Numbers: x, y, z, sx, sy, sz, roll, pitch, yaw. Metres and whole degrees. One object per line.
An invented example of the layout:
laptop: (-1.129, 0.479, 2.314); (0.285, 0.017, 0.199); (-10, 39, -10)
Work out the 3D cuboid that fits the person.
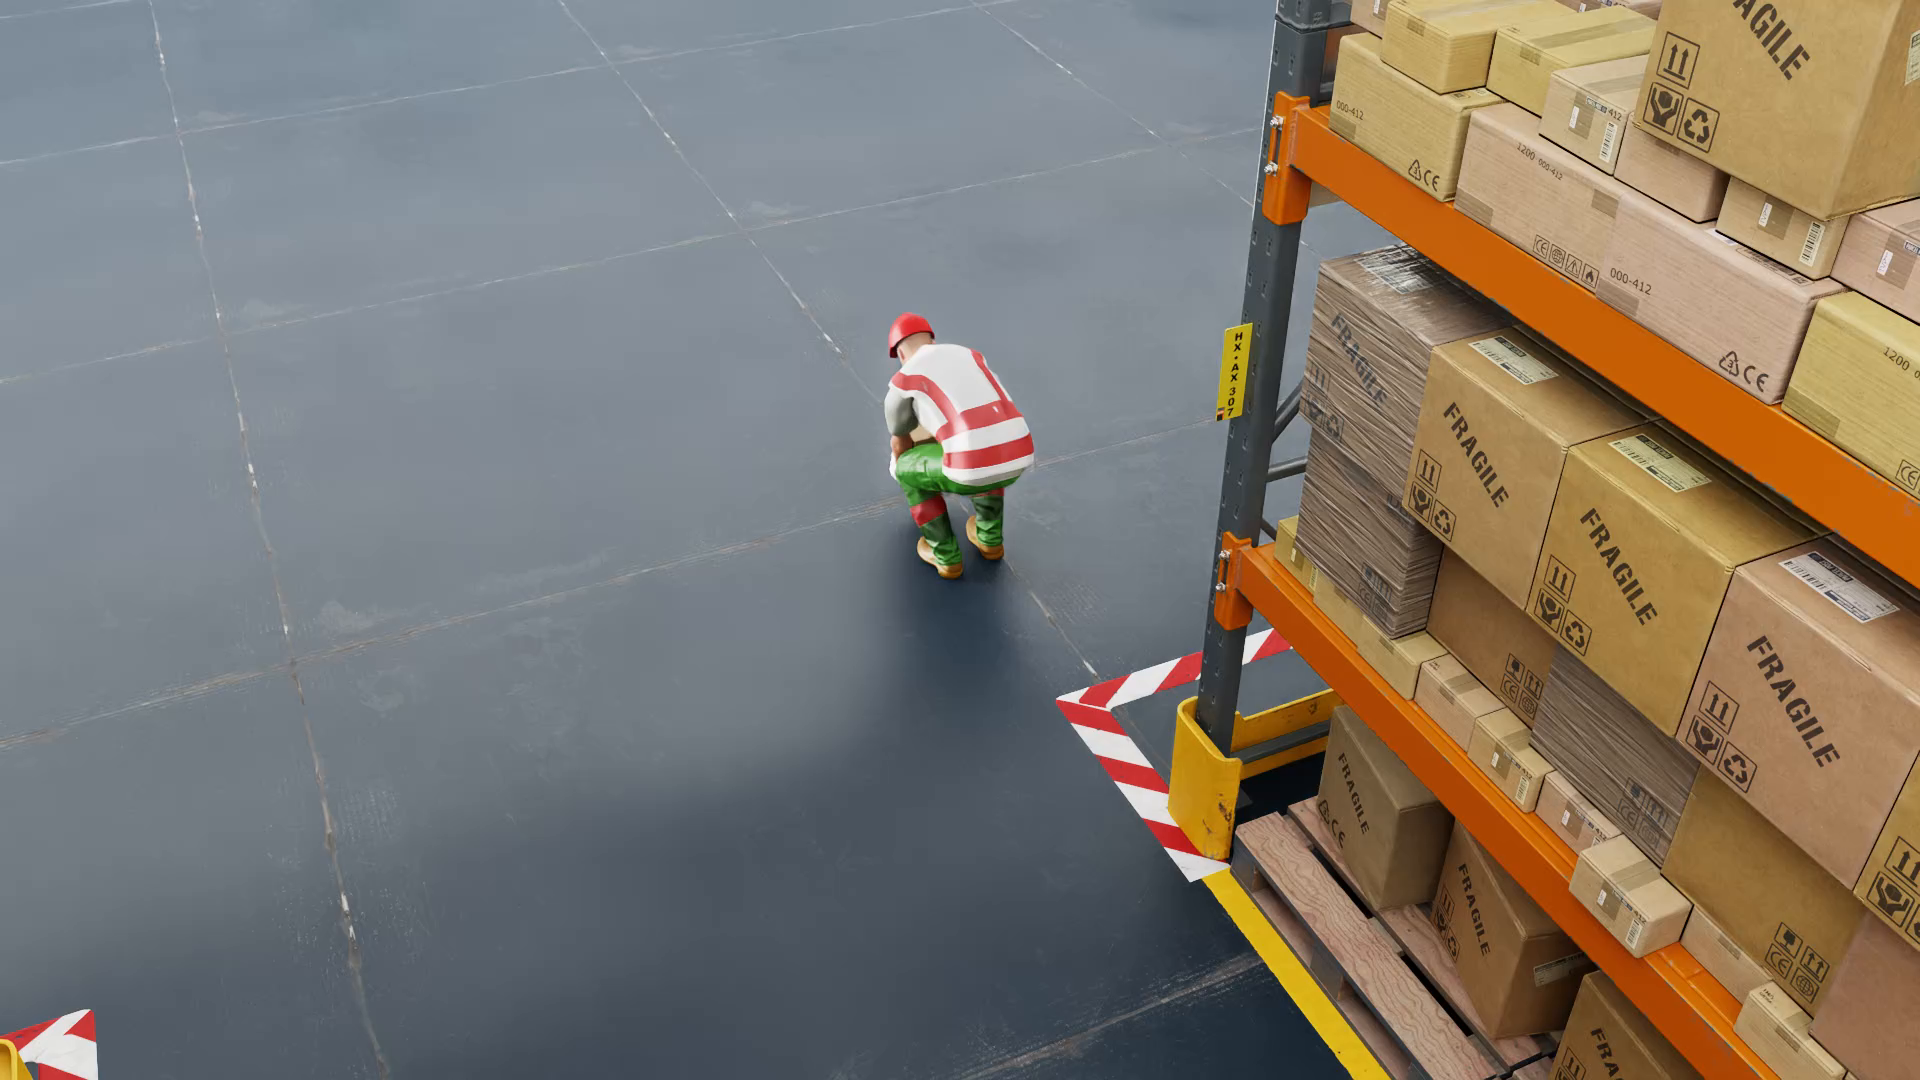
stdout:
person: (-0.039, -0.401, 7.331); (0.528, 0.990, 0.933); (-17, 40, -21)
